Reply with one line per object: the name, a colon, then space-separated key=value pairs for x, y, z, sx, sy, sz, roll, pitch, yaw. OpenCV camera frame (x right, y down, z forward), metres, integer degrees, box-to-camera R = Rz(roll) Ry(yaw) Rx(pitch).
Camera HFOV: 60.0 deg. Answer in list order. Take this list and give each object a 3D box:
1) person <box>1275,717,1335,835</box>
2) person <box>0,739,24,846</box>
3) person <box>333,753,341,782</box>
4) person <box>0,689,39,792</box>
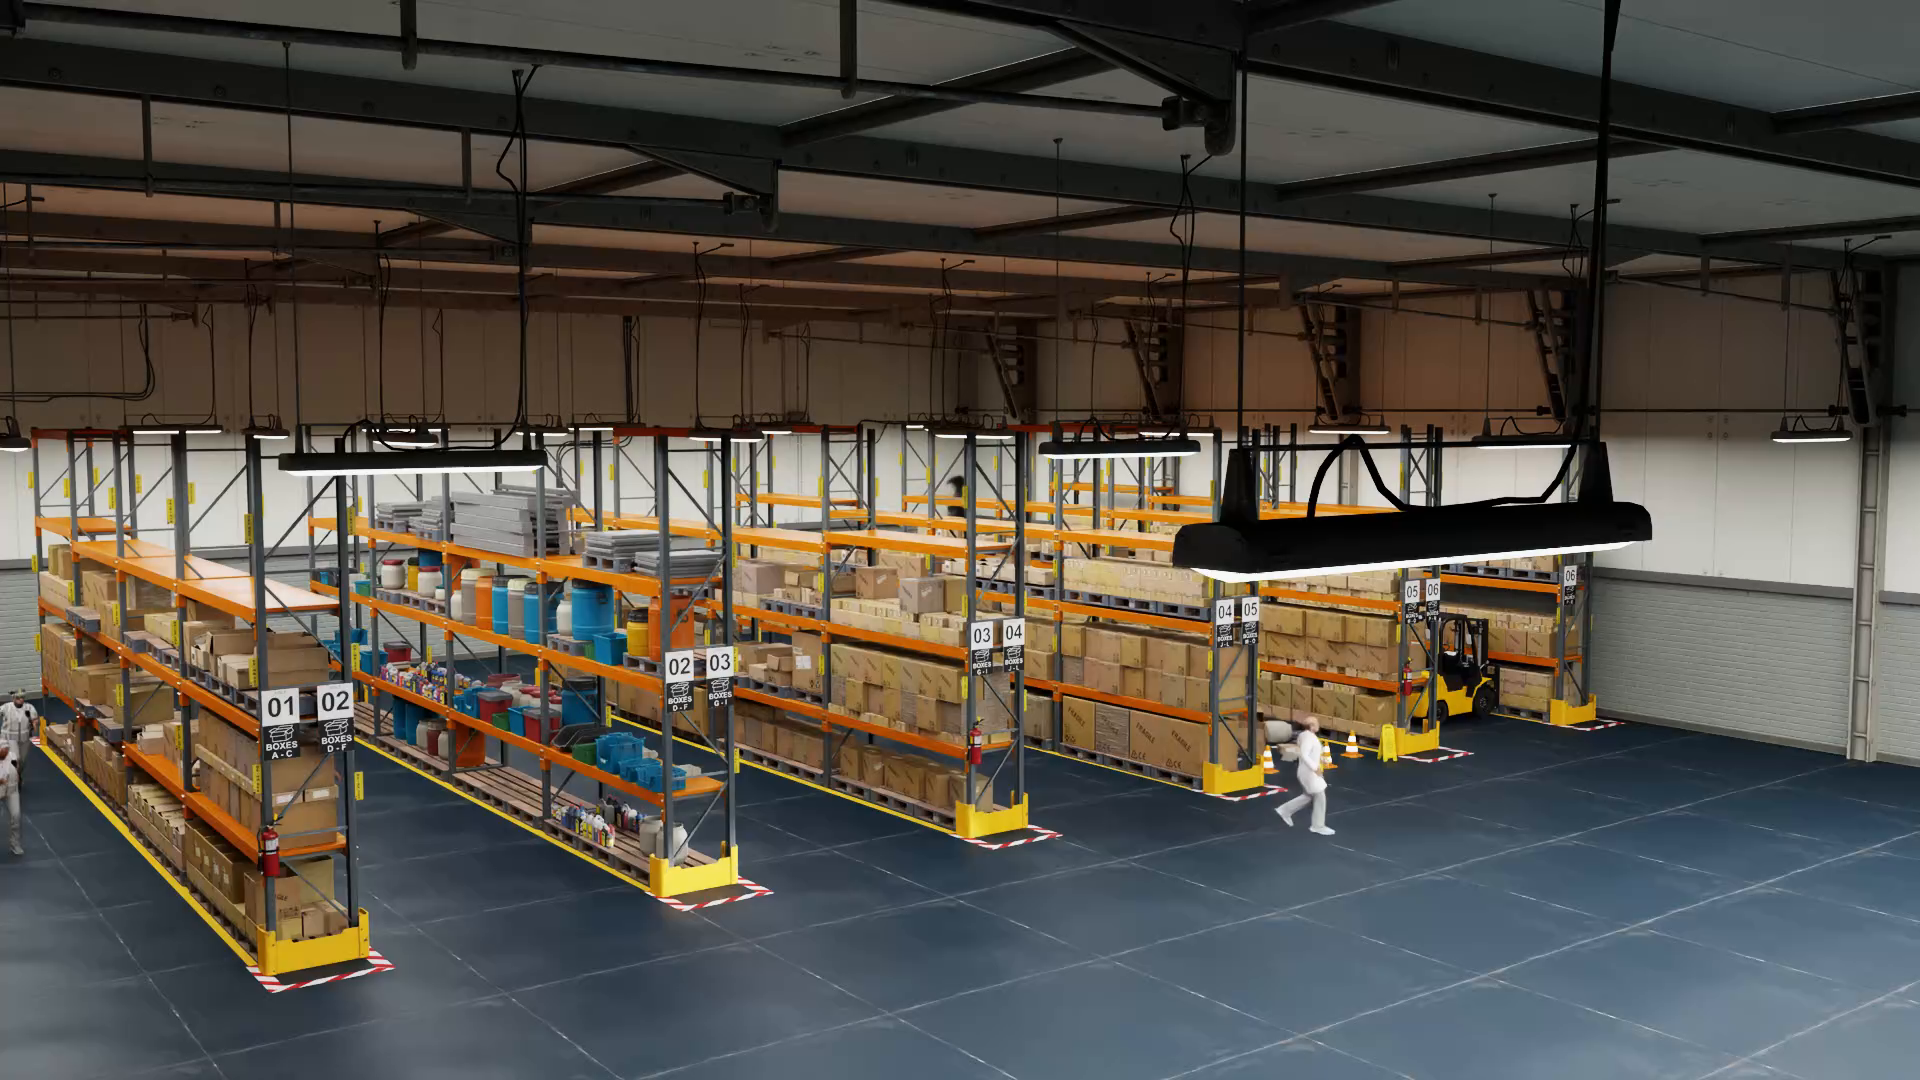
person: x=5.165 y=3.511 z=24.789 sx=0.873 sy=1.776 sz=0.765 roll=0 pitch=4 yaw=6
person: x=-13.707 y=3.590 z=23.764 sx=0.924 sy=1.551 sz=0.611 roll=4 pitch=6 yaw=43
person: x=-9.584 y=3.563 z=24.832 sx=0.593 sy=1.662 sz=0.662 roll=0 pitch=4 yaw=5
person: x=-15.692 y=3.316 z=27.651 sx=0.845 sy=1.752 sz=0.683 roll=4 pitch=6 yaw=45
